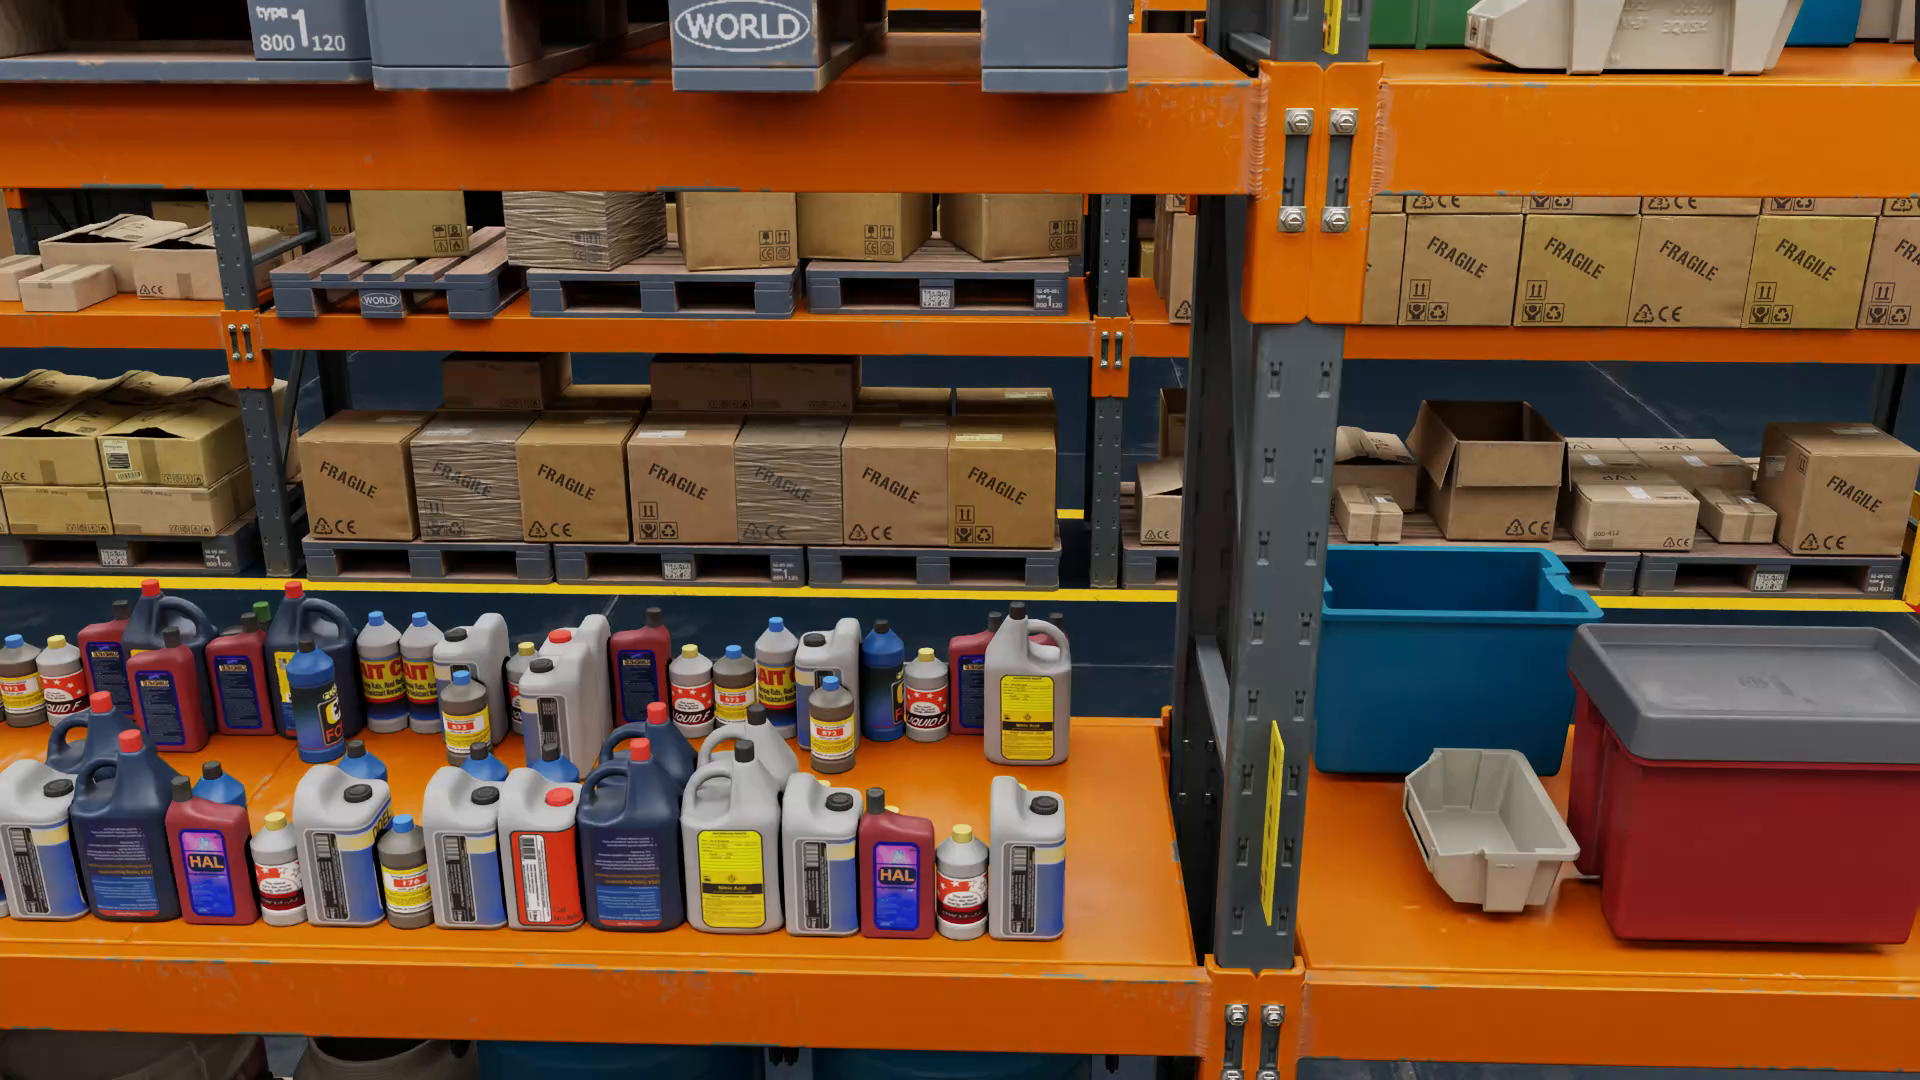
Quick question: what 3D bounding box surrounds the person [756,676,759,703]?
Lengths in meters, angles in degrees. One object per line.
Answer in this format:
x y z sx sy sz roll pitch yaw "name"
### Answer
-0.450 0.727 5.248 0.552 0.998 0.881 0 21 1 "person"
